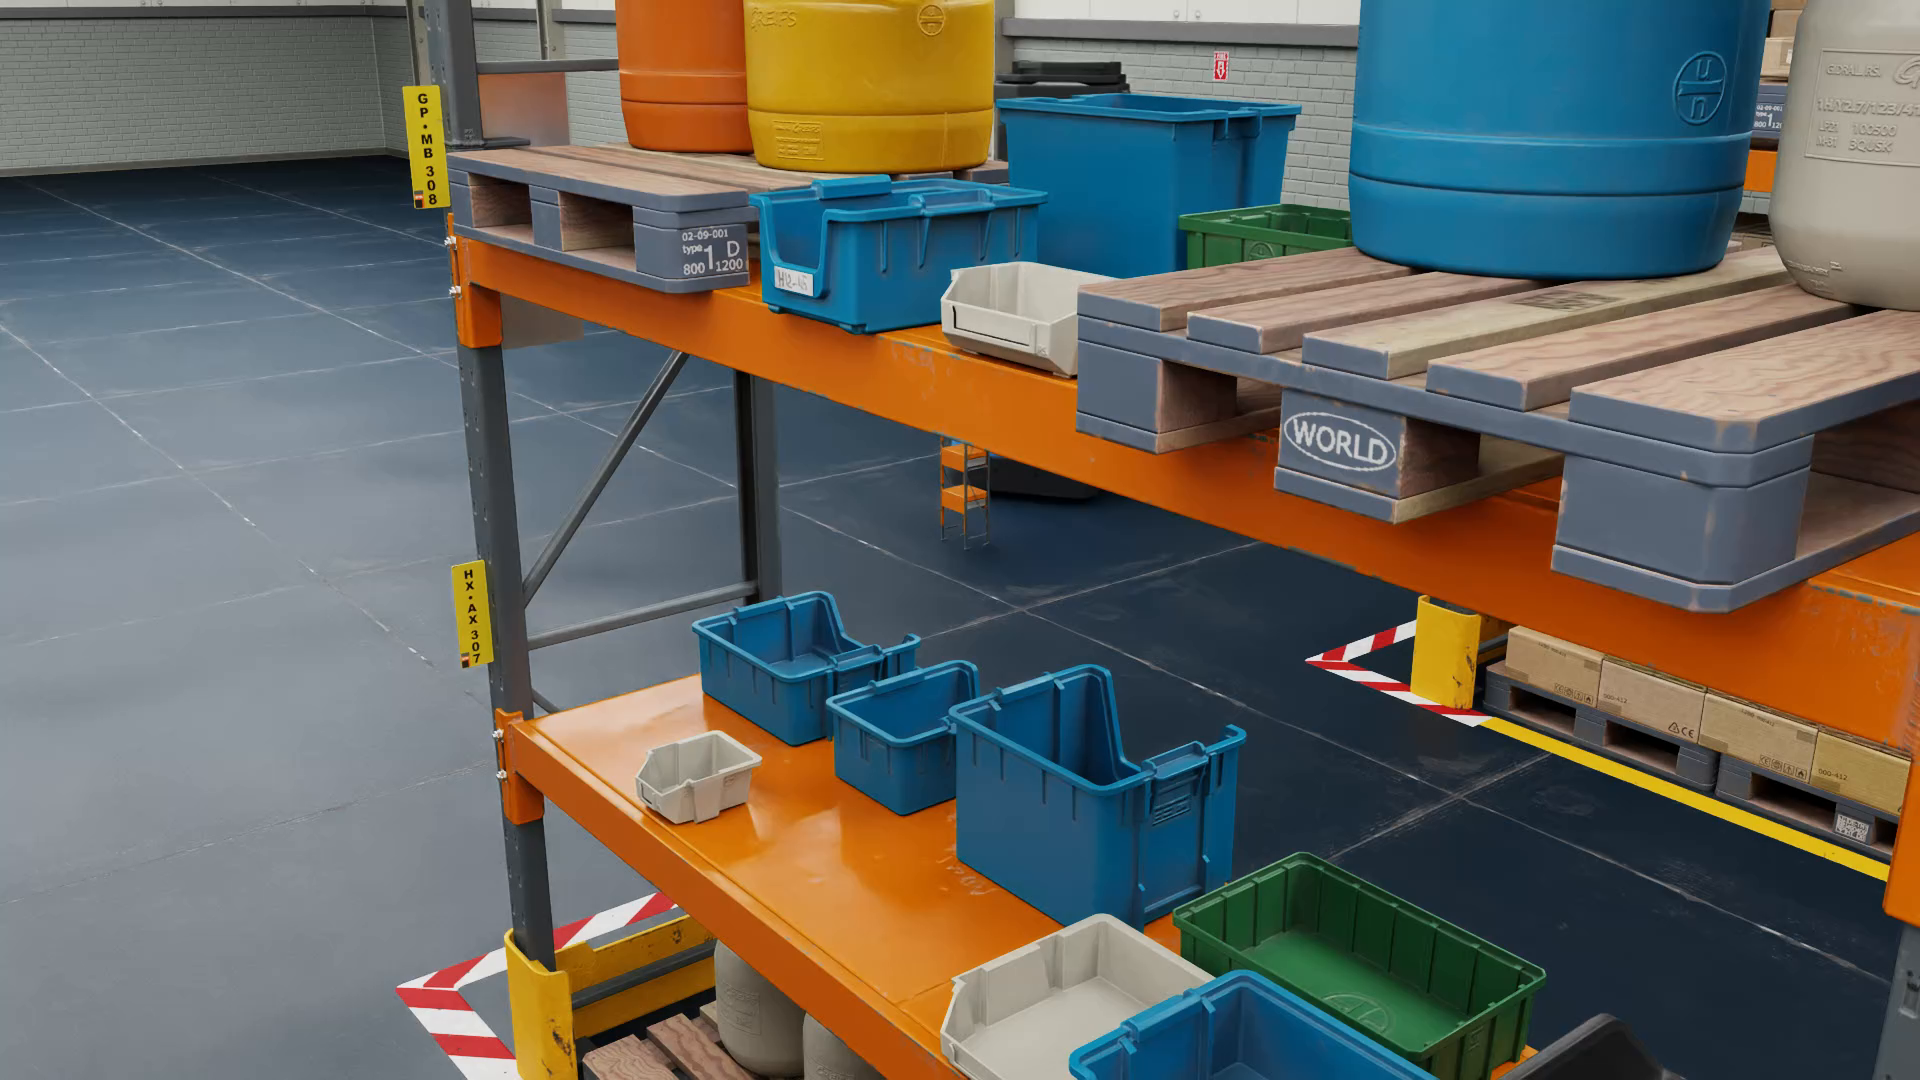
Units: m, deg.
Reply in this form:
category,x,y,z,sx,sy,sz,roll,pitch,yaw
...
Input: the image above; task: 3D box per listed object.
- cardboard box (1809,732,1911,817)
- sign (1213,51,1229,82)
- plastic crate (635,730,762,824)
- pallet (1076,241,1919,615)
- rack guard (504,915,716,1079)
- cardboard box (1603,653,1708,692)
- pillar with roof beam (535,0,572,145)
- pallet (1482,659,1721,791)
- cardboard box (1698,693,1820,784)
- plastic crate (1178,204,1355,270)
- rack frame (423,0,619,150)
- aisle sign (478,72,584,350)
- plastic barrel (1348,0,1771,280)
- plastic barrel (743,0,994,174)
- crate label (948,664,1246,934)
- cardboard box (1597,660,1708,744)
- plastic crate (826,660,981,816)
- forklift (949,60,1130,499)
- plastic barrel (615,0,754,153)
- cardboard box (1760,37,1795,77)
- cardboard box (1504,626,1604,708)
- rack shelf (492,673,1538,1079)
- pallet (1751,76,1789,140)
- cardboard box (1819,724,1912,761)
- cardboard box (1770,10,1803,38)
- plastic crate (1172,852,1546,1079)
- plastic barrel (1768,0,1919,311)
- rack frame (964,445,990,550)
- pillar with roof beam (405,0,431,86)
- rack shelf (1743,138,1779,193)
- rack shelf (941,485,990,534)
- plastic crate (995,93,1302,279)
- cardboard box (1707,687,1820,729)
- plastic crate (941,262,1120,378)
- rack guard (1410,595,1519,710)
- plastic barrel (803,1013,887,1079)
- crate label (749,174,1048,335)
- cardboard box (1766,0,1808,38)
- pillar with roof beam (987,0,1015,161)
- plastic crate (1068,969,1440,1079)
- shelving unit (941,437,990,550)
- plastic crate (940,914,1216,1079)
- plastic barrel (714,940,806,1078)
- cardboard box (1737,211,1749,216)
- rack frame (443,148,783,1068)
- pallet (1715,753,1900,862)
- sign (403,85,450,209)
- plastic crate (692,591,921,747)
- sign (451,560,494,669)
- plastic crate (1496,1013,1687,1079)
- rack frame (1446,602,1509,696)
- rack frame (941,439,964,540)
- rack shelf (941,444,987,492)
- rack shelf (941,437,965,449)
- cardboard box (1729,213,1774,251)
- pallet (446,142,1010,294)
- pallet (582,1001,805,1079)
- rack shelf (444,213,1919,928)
category,x,y,z,sx,sy,sz,roll,pitch,yaw
cardboard box,3.950,0.934,6.977,0.500,0.250,0.500,-14,23,-36
sign,2.698,-4.898,17.196,0.001,0.298,0.199,-14,23,-36
plastic crate,-0.720,0.657,4.527,0.298,0.136,0.250,-14,23,-36
pallet,0.935,-0.259,2.402,1.213,0.211,1.003,-14,23,-36
rack guard,-0.940,1.444,5.705,1.175,0.500,0.348,-14,23,-36
cardboard box,3.332,0.331,7.605,0.500,0.500,0.500,-14,23,-36
pillar with roof beam,-10.421,-9.603,25.549,9.100,9.000,0.400,-14,23,-36
pallet,3.369,0.786,8.152,1.003,0.211,1.213,-14,23,-36
cardboard box,3.643,0.810,7.352,0.500,0.250,0.500,-14,23,-36
plastic crate,0.694,-0.531,3.261,0.336,0.188,0.450,-14,23,-36
rack frame,-1.024,-2.600,4.398,1.000,3.000,0.127,-14,23,-36
aisle sign,-1.298,-0.946,4.813,0.394,0.787,0.004,-14,23,-36
plastic barrel,0.926,-0.894,2.552,0.600,0.901,0.708,-14,23,-36
plastic barrel,-0.216,-1.208,4.000,0.600,0.588,0.600,0,18,0
crate label,0.331,0.632,4.125,0.502,0.435,0.616,-14,23,-36
cardboard box,3.333,0.686,7.724,0.500,0.250,0.500,-14,23,-36
plastic crate,-0.080,0.545,4.682,0.499,0.251,0.408,-14,23,-36
forklift,0.885,-2.100,12.543,1.130,2.935,3.031,6,19,18
plastic barrel,-0.622,-1.484,4.449,0.600,0.830,0.708,-14,23,-36
cardboard box,3.454,-1.964,6.758,0.380,0.149,0.250,-14,23,-36
cardboard box,3.020,0.564,8.094,0.500,0.250,0.500,-14,23,-36
rack shelf,0.218,1.083,3.966,1.077,0.370,4.000,-14,23,-36
pallet,3.280,-1.920,7.259,1.003,0.211,1.213,-14,23,-36
cardboard box,3.949,0.578,6.858,0.500,0.500,0.500,-14,23,-36
cardboard box,3.783,-2.104,7.020,0.500,0.250,0.500,-14,23,-36
plastic crate,0.838,0.945,3.574,0.450,0.188,0.662,-14,23,-36
plastic barrel,1.346,-0.587,2.245,0.421,0.512,0.421,0,18,0
rack frame,0.109,-0.455,10.567,0.200,1.050,0.008,-14,23,-36
pillar with roof beam,-14.146,-11.082,30.014,9.100,9.000,0.400,-14,23,-36
rack shelf,4.103,-1.307,6.411,1.077,0.370,4.000,-14,23,-36
rack shelf,0.033,-0.211,10.748,0.215,0.259,0.240,-14,23,-36
plastic crate,0.396,-0.757,3.630,0.392,0.384,0.575,-14,23,-36
cardboard box,3.653,0.451,7.240,0.500,0.500,0.500,-14,23,-36
plastic crate,0.146,-0.382,2.890,0.243,0.136,0.396,-14,23,-36
rack guard,2.847,0.463,8.669,1.175,0.500,0.348,-14,23,-36
plastic barrel,-0.244,1.501,4.848,0.421,0.512,0.421,0,18,0
crate label,-0.121,-0.579,3.305,0.502,0.251,0.408,-14,23,-36
cardboard box,3.215,-2.314,7.252,0.797,0.503,0.637,-12,22,-32
pillar with roof beam,-2.970,-6.646,16.619,9.100,9.000,0.400,-14,23,-36
plastic crate,0.560,1.085,3.051,0.499,0.251,0.616,-14,23,-36
shelving unit,0.033,-0.485,10.658,0.215,1.050,0.252,-14,23,-36
plastic crate,0.253,1.008,3.465,0.530,0.136,0.437,-14,23,-36
plastic barrel,-0.555,1.377,5.221,0.421,0.512,0.421,0,18,0
cardboard box,3.174,-1.250,7.644,0.700,0.500,0.500,-14,23,-36
rack frame,-1.024,0.248,5.341,1.000,3.000,0.127,-14,23,-36
pallet,4.122,1.087,7.244,1.003,0.211,1.213,-14,23,-36
sign,-1.458,-1.074,4.547,0.100,0.325,0.005,-14,23,-36
plastic crate,-0.478,0.384,5.168,0.499,0.251,0.616,-14,23,-36
sign,-1.458,0.223,4.976,0.100,0.325,0.005,-14,23,-36
plastic crate,1.234,1.110,2.839,0.767,0.338,0.504,-14,23,-36
rack frame,2.861,-0.718,8.258,1.000,3.000,0.127,-14,23,-36
rack frame,-0.043,-0.515,10.748,0.200,1.050,0.008,-14,23,-36
rack shelf,0.033,-0.475,10.661,0.215,0.259,0.240,-14,23,-36
rack shelf,0.033,-0.745,10.572,0.215,0.259,0.240,-14,23,-36
cardboard box,3.505,-1.122,7.256,0.700,0.500,0.500,-15,23,-38
pallet,-0.587,-0.863,4.226,1.003,0.211,1.213,-14,23,-36
pallet,-0.439,1.783,5.143,1.003,0.211,1.213,-14,23,-36
rack shelf,0.218,-0.341,3.494,1.077,0.370,4.000,-14,23,-36
